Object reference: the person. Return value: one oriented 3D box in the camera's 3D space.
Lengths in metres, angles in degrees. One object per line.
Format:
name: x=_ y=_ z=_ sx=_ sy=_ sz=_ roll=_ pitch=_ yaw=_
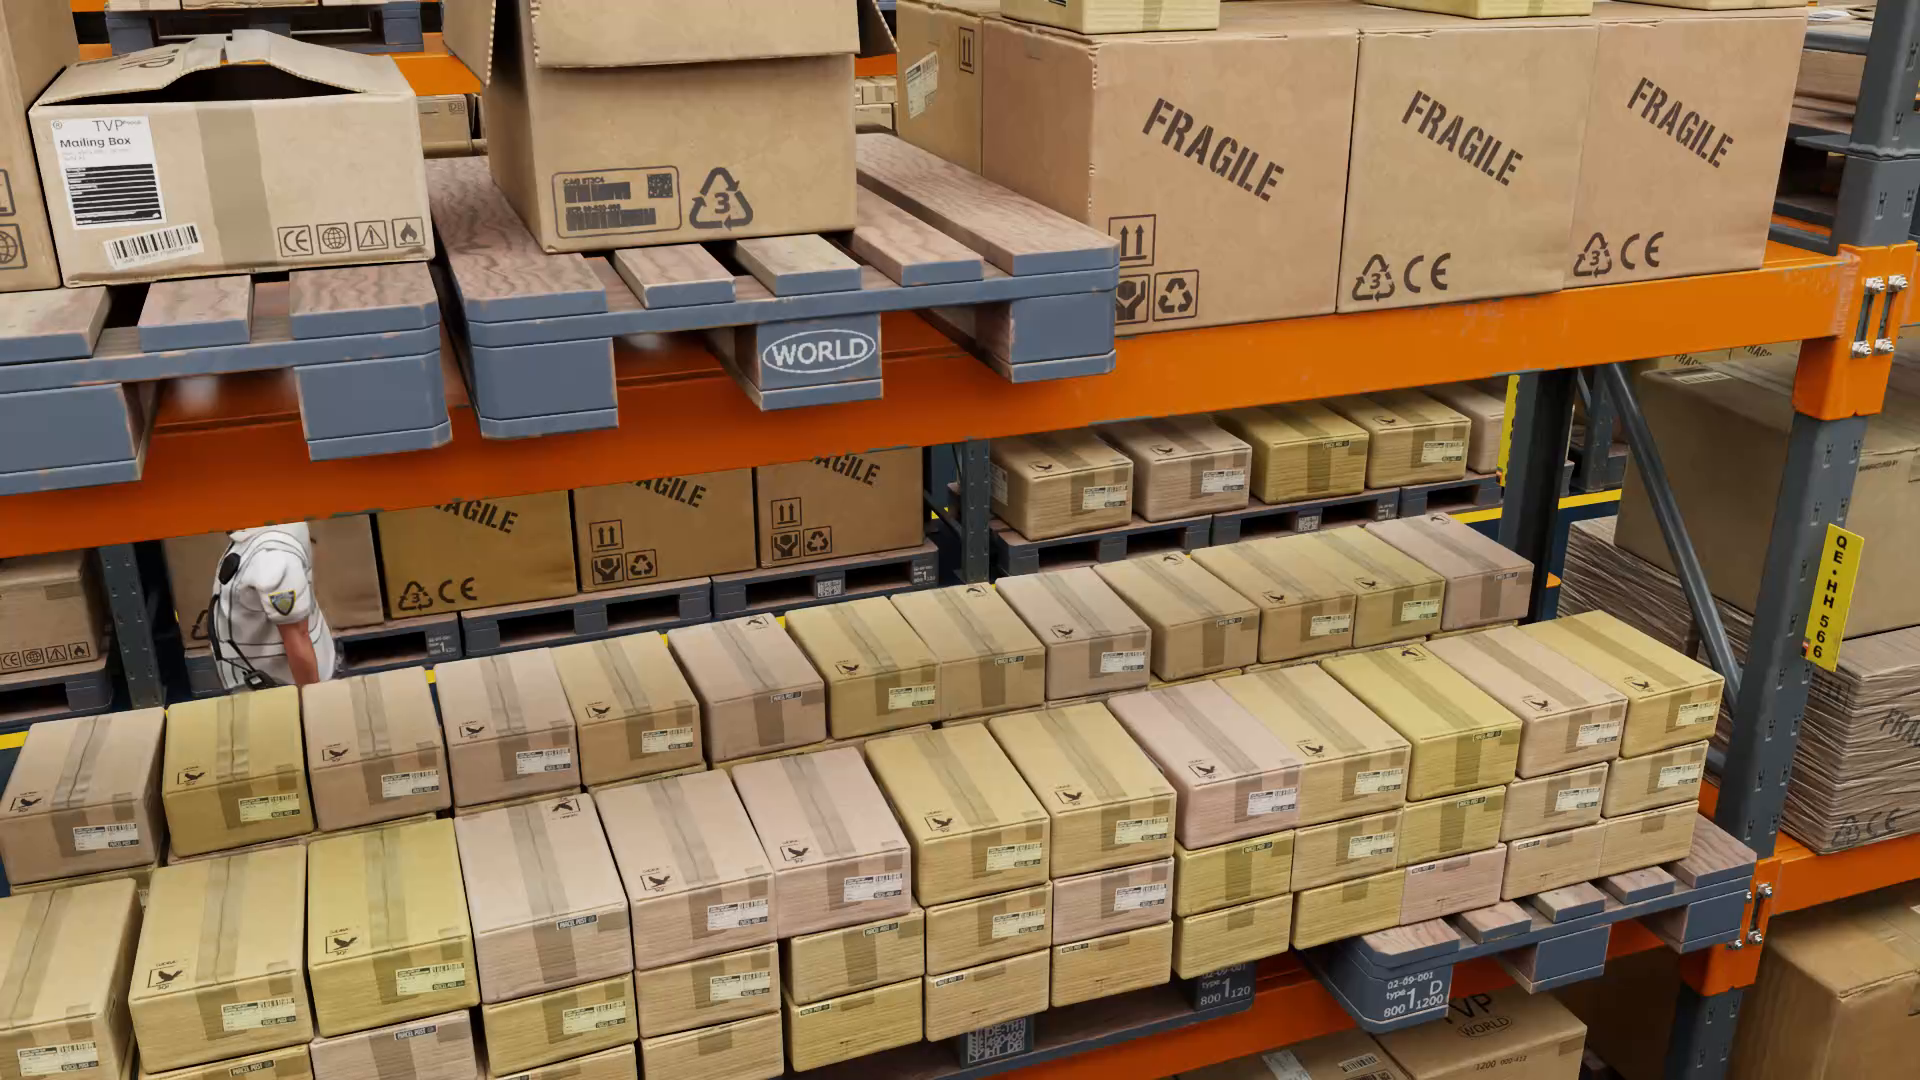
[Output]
person: x=-2.450 y=0.450 z=5.950 sx=1.015 sy=1.729 sz=0.557 roll=-6 pitch=23 yaw=-13
